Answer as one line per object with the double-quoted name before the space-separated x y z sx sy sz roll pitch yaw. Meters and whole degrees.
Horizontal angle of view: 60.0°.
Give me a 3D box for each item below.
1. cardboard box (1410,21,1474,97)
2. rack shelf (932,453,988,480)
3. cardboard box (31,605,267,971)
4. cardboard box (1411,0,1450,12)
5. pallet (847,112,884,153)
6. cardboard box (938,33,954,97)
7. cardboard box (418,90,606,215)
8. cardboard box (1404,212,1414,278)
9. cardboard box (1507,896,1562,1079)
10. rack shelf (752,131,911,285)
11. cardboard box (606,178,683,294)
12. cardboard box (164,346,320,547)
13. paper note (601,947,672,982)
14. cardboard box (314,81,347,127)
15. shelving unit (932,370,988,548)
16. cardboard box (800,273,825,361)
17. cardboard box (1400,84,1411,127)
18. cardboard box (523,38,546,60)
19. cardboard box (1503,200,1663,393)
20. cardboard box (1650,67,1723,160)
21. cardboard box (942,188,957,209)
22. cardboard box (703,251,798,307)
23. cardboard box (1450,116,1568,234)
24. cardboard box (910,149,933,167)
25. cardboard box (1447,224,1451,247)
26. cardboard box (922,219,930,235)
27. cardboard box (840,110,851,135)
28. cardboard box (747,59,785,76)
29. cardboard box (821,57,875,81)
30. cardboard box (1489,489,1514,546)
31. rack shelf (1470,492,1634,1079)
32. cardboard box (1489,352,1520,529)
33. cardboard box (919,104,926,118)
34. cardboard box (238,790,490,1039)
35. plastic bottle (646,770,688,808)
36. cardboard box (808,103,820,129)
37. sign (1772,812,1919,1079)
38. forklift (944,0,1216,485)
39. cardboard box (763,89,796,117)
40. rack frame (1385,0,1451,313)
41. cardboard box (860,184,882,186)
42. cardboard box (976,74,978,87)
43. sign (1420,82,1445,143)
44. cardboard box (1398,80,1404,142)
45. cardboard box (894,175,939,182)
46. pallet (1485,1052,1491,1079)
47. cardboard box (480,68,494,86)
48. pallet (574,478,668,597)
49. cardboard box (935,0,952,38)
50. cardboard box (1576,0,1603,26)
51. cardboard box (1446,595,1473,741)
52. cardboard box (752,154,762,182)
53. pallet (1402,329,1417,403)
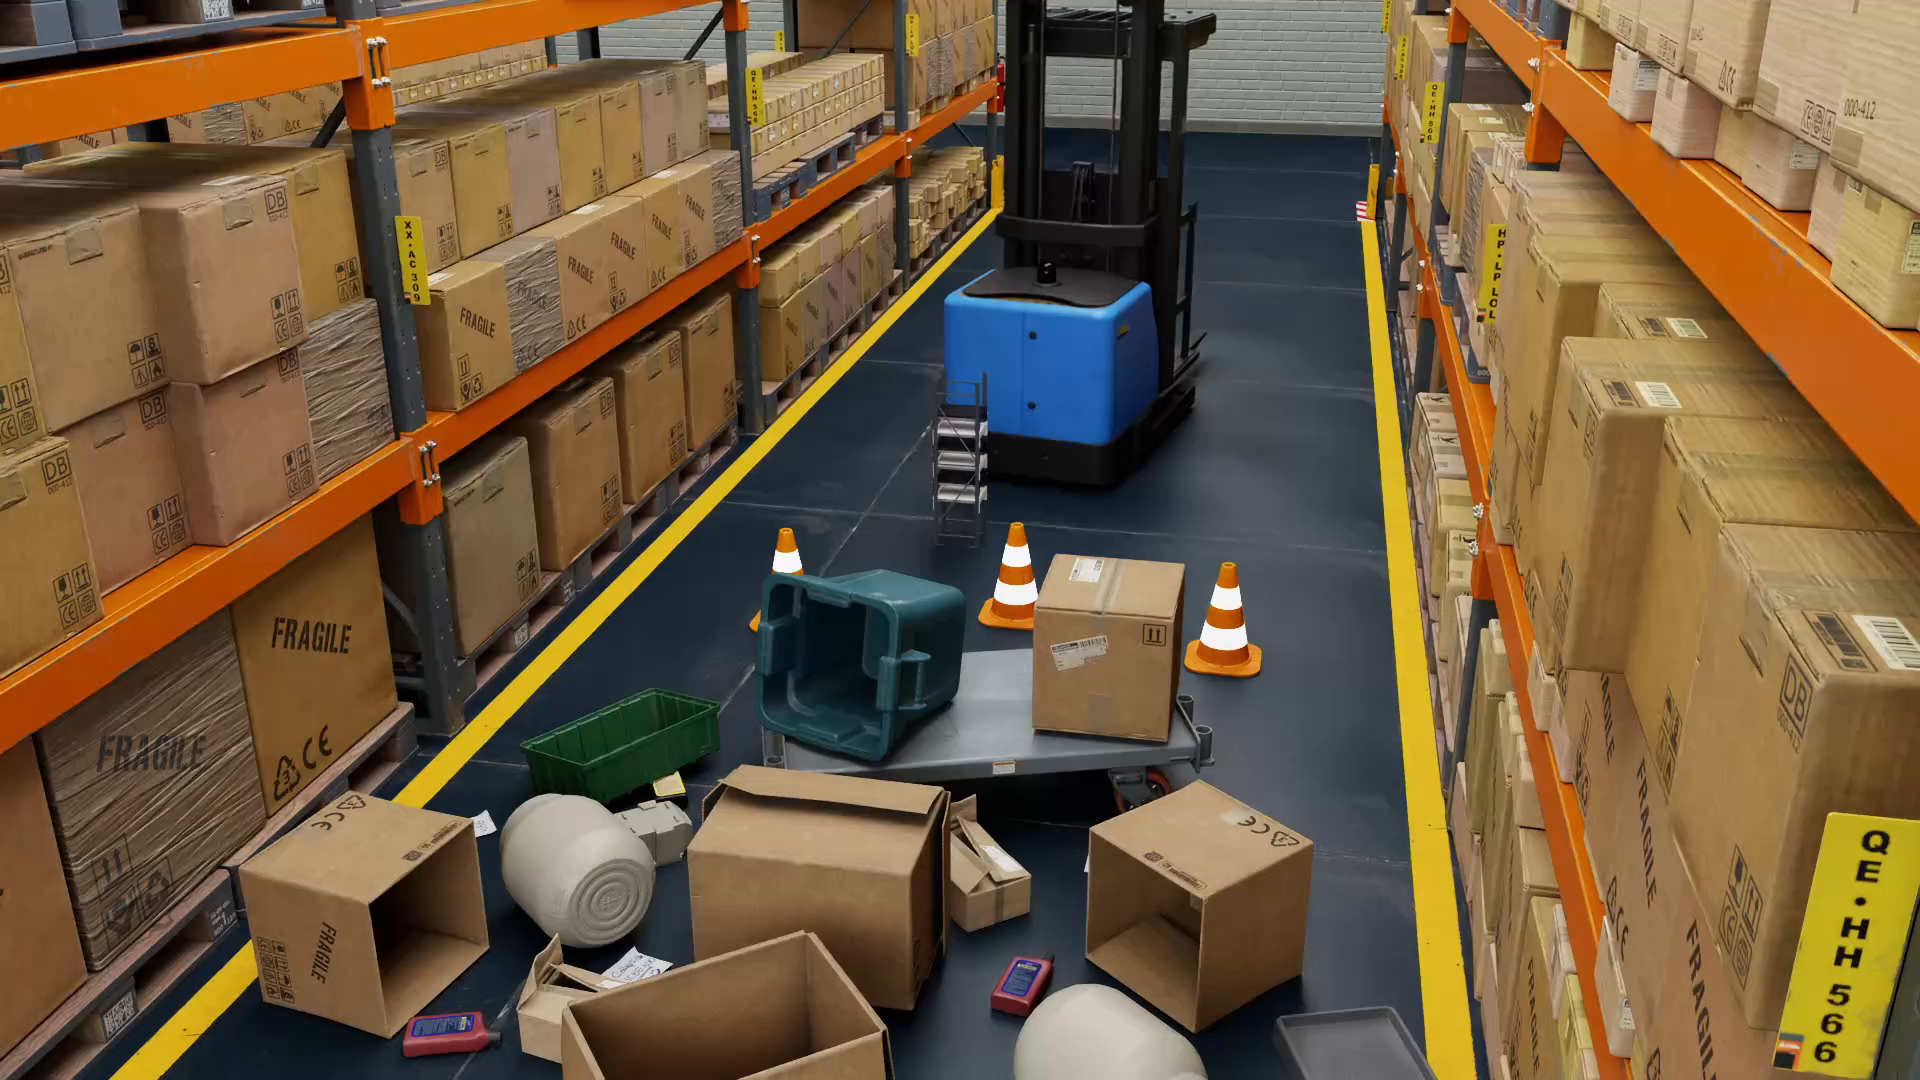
"cardboard box" 3.491 -3.400 11.809 0.500 0.500 0.500 4 22 11
"rack shelf" 0.002 -0.389 8.705 0.258 0.077 0.200 4 22 11
"cardboard box" -2.937 0.714 5.349 0.875 0.875 0.875 5 22 11
"cardboard box" 3.690 -4.165 12.840 0.380 0.149 0.250 4 22 10
"pallet" -1.226 -3.200 13.041 1.003 0.211 1.213 4 22 11
"cardboard box" -0.348 -4.267 14.901 0.500 0.500 0.500 4 22 10
"cardboard box" -2.154 -1.882 8.038 0.700 0.500 0.500 4 22 10
"cardboard box" 4.172 -2.445 13.777 0.875 0.438 0.875 4 22 10
"cardboard box" 1.611 1.216 3.933 0.500 0.500 0.500 4 22 10
"rack shelf" -1.336 -2.492 11.990 1.077 0.370 4.000 4 22 11
"cardboard box" -1.778 -1.591 8.654 0.500 0.500 0.500 4 22 10
"cardboard box" -2.714 -0.363 5.538 0.875 0.550 0.550 4 22 11
"paper note" -1.046 1.385 5.384 0.172 0.023 0.155 13 25 29
"cardboard box" -5.591 -3.827 14.207 0.500 0.500 0.500 5 22 11
"shelving unit" 0.002 -0.420 8.693 0.258 0.900 0.210 4 22 11
"cardboard box" -1.251 -1.553 11.479 0.500 0.500 0.500 5 22 12
"cardboard box" 3.573 -3.240 12.415 0.500 0.250 0.500 4 22 9
"cardboard box" -4.785 -5.307 17.817 0.500 0.250 0.500 4 22 10
"cardboard box" 1.879 -0.610 4.483 0.700 0.500 0.500 5 22 11
"cardboard box" 1.559 -0.820 3.196 0.380 0.149 0.250 4 22 10
"cardboard box" -0.237 -3.240 15.740 0.380 0.149 0.250 5 22 11
"cardboard box" -1.366 -1.712 10.868 0.500 0.250 0.500 3 22 8
"cardboard box" 2.705 -1.795 8.202 0.500 0.500 0.500 6 23 14
"cardboard box" -0.489 -3.893 16.963 0.380 0.149 0.250 5 22 12
"cardboard box" 2.683 -1.531 8.413 0.380 0.149 0.250 3 22 7
"cardboard box" -0.482 -2.828 15.113 0.380 0.149 0.250 4 22 10
"cardboard box" -1.023 -3.096 12.299 0.380 0.149 0.250 3 22 9
"cardboard box" -1.564 -3.607 12.772 0.380 0.149 0.250 5 22 11
"cardboard box" -0.872 -3.652 12.884 0.380 0.149 0.250 4 22 9
"cardboard box" 1.928 -0.084 5.384 0.380 0.149 0.250 4 22 11
"rack shelf" 1.898 0.774 3.880 1.077 0.370 4.000 4 22 11
"cardboard box" 1.944 -0.336 5.141 0.500 0.500 0.500 4 22 11
"cardboard box" -0.505 -3.820 14.660 0.380 0.149 0.250 3 22 9
"cardboard box" -1.872 1.172 5.270 0.500 0.500 0.500 8 23 20
"plastic bottle" -1.139 0.947 6.420 0.133 0.061 0.283 -7 23 -17
"cardboard box" -1.187 -2.944 11.523 0.380 0.149 0.250 4 22 10
"sign" 0.951 0.438 1.778 0.100 0.325 0.005 4 22 11
"forklift" 0.907 -2.188 10.364 1.130 2.935 3.031 8 23 20
"cardboard box" -1.299 -2.888 10.987 0.380 0.149 0.250 4 22 9
"rack frame" 3.939 -3.217 12.827 1.000 3.000 0.127 4 22 11
"cardboard box" -0.923 -3.133 15.075 0.380 0.149 0.250 5 23 13
"cardboard box" -0.025 -4.582 16.552 0.380 0.149 0.250 4 22 10
"sign" 2.579 -2.333 9.080 0.100 0.325 0.005 4 22 11
"cardboard box" 3.783 -3.453 13.278 0.500 0.500 0.500 5 22 11
"cardboard box" -0.399 -3.299 15.486 0.380 0.149 0.250 4 22 9
"pallet" 1.957 1.698 4.355 1.003 0.211 1.213 4 22 11
"cardboard box" -4.956 -4.695 16.833 0.380 0.149 0.250 5 22 11
"pallet" -2.230 -0.074 8.754 1.003 0.211 1.213 4 22 11
"cardboard box" -0.373 -4.725 14.700 0.500 0.500 0.500 5 22 12
"cardboard box" 1.853 -1.422 4.156 0.500 0.250 0.500 4 22 10
"cardboard box" 2.411 0.541 6.451 0.950 0.372 0.625 5 22 12
"cardboard box" -1.455 -2.321 10.376 0.380 0.149 0.250 4 22 10
"pallet" 3.608 -1.188 11.522 1.003 0.211 1.213 4 22 11
